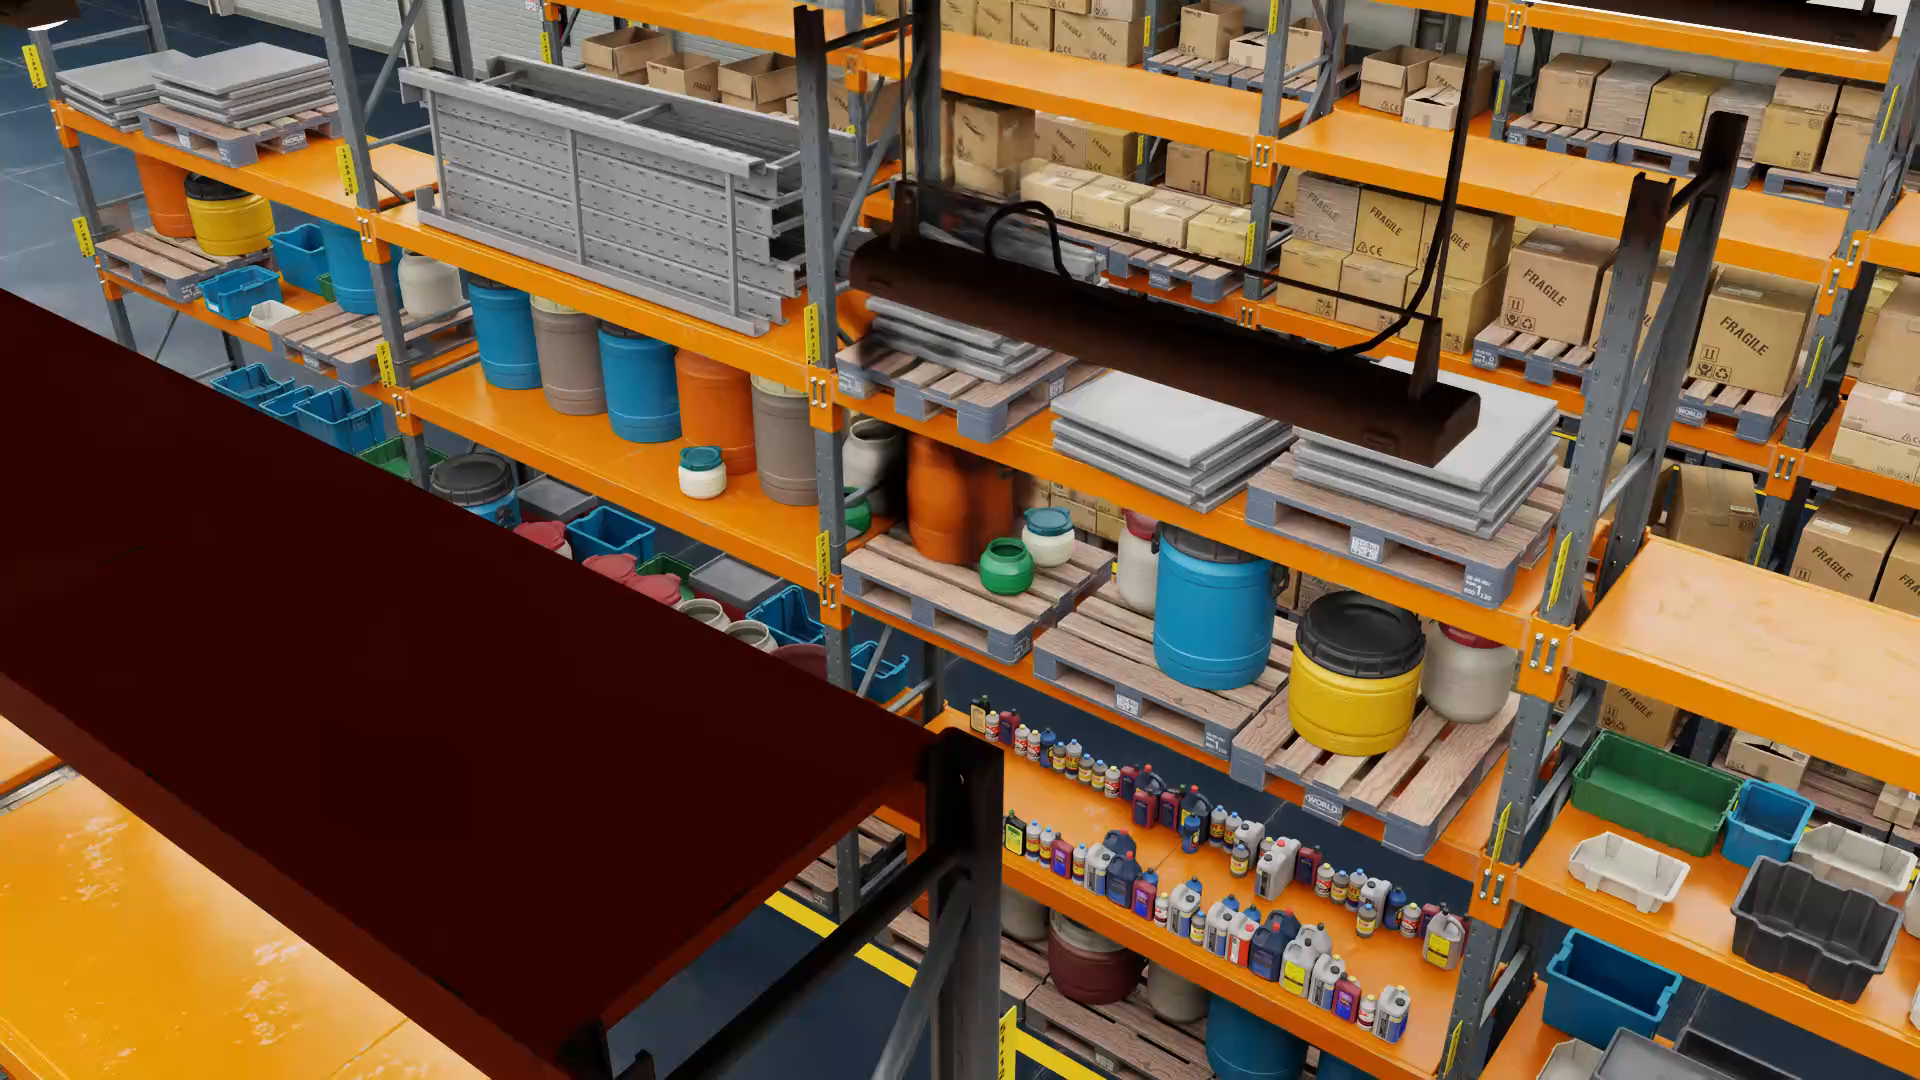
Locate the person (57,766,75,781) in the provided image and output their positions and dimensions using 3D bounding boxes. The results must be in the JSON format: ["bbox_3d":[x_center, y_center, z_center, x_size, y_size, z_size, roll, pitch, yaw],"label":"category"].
[{"bbox_3d":[-6.378,1.265,11.615,0.828,1.666,0.597,18,36,27],"label":"person"}]
